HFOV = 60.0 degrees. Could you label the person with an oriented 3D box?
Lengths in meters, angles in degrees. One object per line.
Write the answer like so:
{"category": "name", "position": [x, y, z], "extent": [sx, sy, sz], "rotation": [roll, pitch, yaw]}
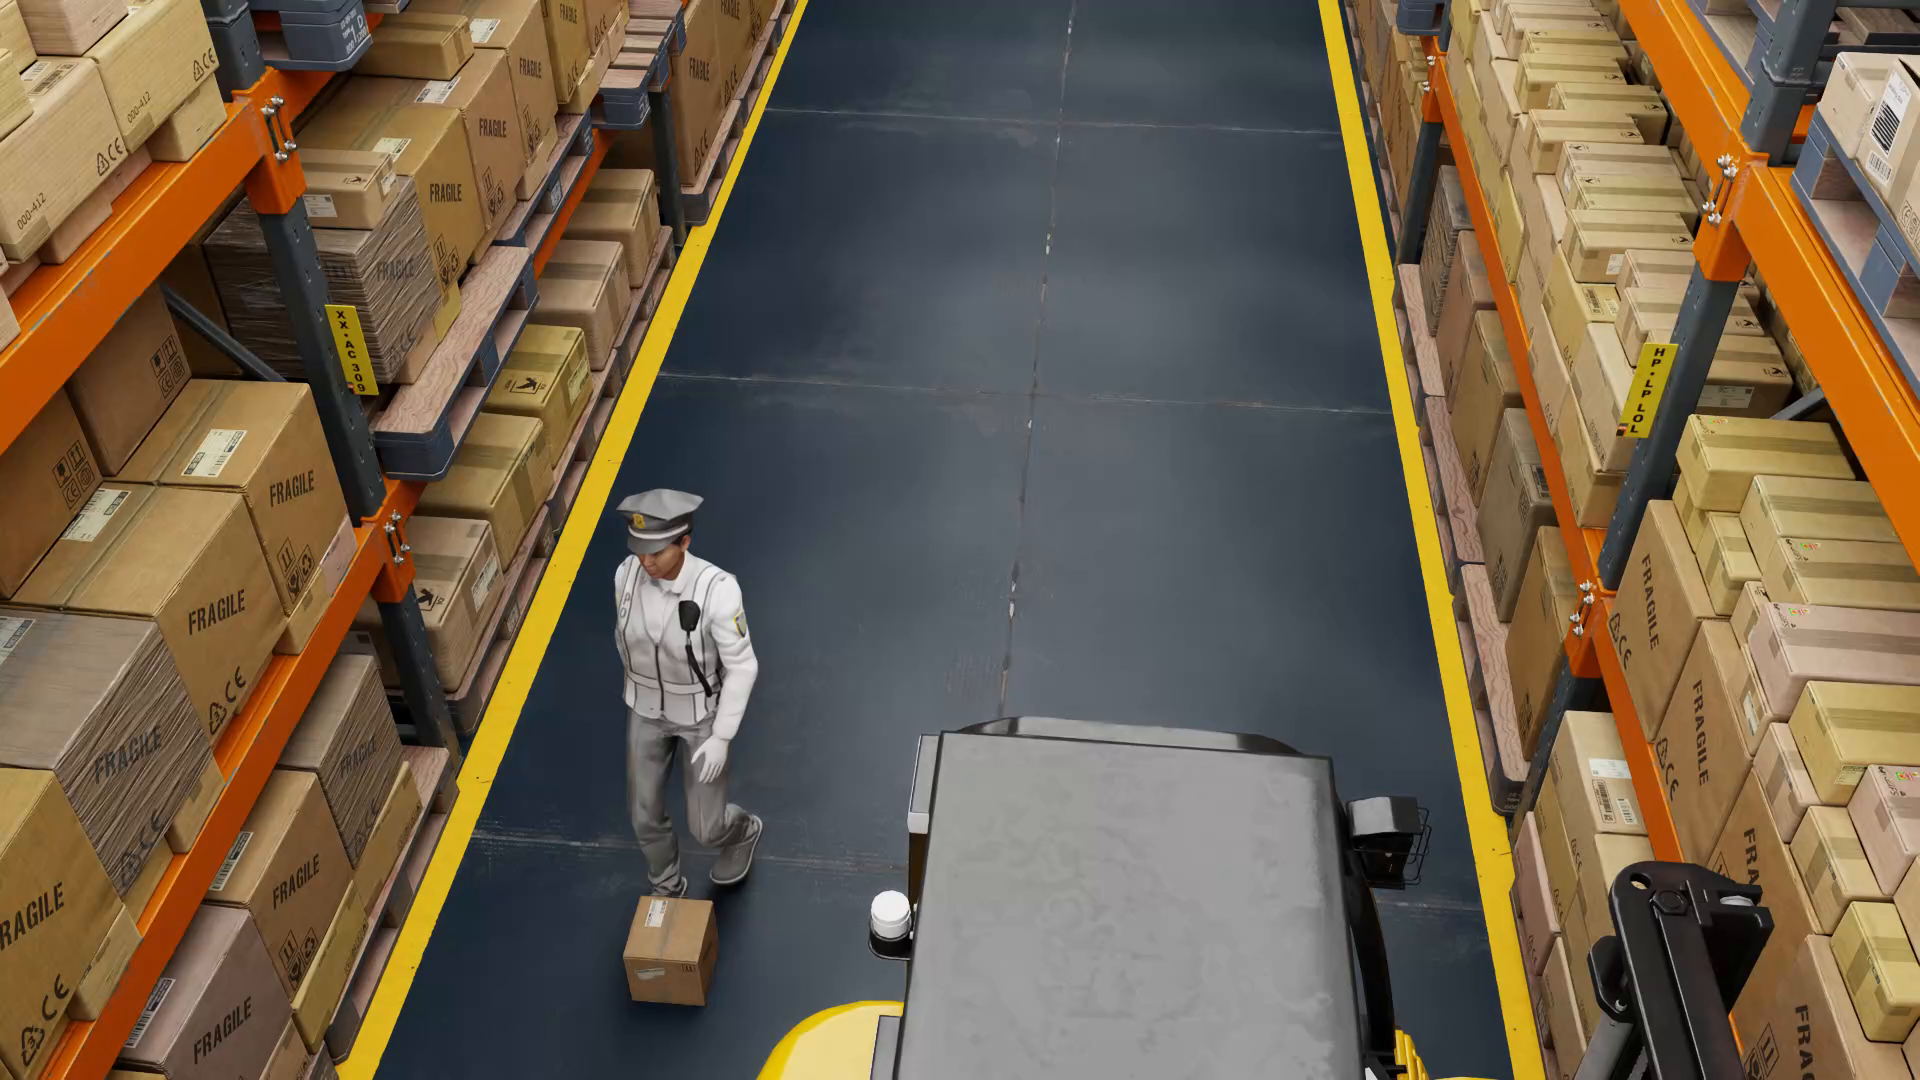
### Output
{"category": "person", "position": [-0.936, 0.613, 5.475], "extent": [0.538, 1.668, 0.622], "rotation": [11, 41, 12]}
